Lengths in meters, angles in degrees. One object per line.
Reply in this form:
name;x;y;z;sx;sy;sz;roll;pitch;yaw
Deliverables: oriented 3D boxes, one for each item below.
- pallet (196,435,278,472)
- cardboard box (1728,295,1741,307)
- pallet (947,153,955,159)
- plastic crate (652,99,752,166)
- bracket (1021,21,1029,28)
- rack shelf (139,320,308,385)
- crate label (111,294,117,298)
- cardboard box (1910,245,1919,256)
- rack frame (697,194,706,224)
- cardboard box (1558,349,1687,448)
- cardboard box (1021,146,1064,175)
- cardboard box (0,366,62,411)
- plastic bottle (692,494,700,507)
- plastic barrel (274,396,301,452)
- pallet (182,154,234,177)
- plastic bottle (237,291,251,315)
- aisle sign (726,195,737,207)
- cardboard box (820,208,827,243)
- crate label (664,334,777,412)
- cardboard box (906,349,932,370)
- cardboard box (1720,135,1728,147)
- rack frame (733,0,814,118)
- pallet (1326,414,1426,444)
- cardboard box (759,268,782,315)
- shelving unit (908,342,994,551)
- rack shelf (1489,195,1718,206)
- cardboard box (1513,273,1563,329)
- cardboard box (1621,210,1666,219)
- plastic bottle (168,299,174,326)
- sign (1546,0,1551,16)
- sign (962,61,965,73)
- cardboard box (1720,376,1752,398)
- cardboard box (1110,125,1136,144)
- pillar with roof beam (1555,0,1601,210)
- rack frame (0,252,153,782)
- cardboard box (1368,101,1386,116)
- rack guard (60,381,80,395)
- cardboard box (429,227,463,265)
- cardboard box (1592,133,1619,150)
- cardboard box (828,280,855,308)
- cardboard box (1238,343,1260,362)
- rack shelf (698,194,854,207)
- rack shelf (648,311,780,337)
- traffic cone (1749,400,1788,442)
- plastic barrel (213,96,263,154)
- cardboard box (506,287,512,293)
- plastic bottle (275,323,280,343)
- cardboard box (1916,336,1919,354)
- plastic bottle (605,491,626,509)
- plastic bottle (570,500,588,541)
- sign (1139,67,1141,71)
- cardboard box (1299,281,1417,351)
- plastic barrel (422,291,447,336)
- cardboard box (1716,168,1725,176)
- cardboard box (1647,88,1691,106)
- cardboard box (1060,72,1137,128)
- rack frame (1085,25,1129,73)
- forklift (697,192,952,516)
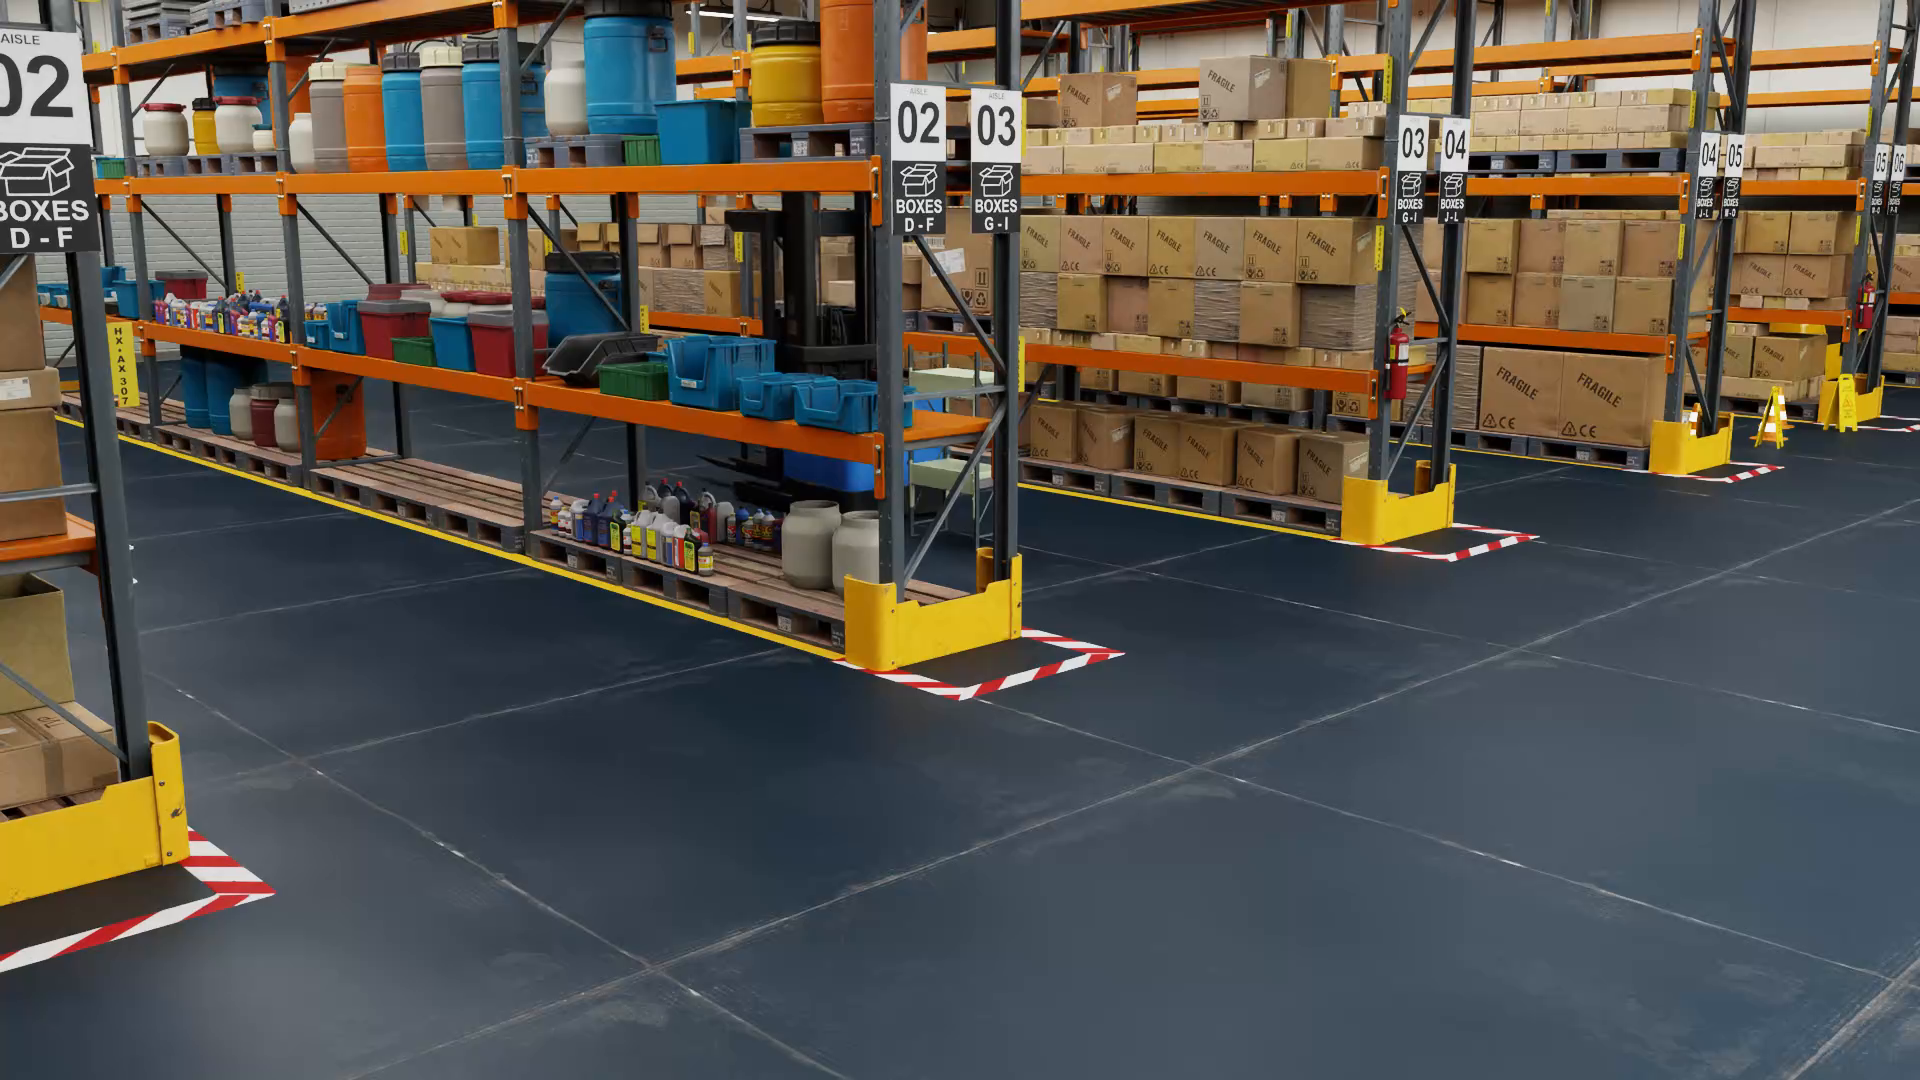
pallet;-6.994;-0.916;16.836;1.003;0.211;1.213;-11;16;-43
cardboard box;9.588;-2.952;20.431;0.380;0.149;0.250;-11;16;-42
pallet;0.414;-3.583;15.902;1.213;0.211;1.003;-11;16;-43
plastic crate;-1.591;-2.525;10.339;0.392;0.384;0.575;-11;16;-43
bracket;1.478;-11.157;35.845;0.235;0.232;0.430;-11;16;-43
rack shelf;-6.963;-1.934;16.649;1.077;0.370;4.000;-11;16;-43
crate label;-10.012;-2.887;19.997;0.396;0.136;0.243;-11;16;-43
cardboard box;13.505;-4.048;23.273;0.380;0.149;0.250;-11;16;-42
rack frame;-3.867;-4.529;27.460;1.000;3.000;0.127;-11;16;-43
cardboard box;6.667;-1.449;16.734;0.875;0.875;0.875;-11;16;-42
cardboard box;0.889;-3.396;14.897;0.500;0.250;0.500;11;16;43
cardboard box;-3.757;-0.591;6.494;0.380;0.149;0.250;-11;16;-43
plastic bottle;-1.891;-0.196;12.072;0.061;0.283;0.133;-10;15;-39
plastic barrel;-6.386;-1.121;16.043;0.421;0.512;0.421;0;12;0
pallet;-6.946;-3.689;16.419;1.003;0.211;1.213;-11;16;-43
plastic bottle;-7.449;-2.419;17.340;0.144;0.351;0.185;-11;16;-43
aisle sign;-3.700;-5.855;27.453;0.394;0.787;0.004;-11;16;-43
cardboard box;-1.985;-4.735;24.999;0.500;0.500;0.500;11;16;43
crate label;-1.523;-1.075;10.610;0.502;0.435;0.616;-11;16;-43
cardboard box;-0.419;-2.705;23.760;0.500;0.500;0.500;-10;15;-40
cardboard box;9.443;-4.844;20.201;0.250;0.149;0.380;11;16;44
rack frame;-1.999;-5.623;17.905;1.000;3.000;0.127;-11;16;-43
pallet;4.889;-1.290;18.650;1.003;0.211;1.213;-11;16;-43
cardboard box;-2.138;-2.843;19.028;0.500;0.500;0.500;-10;15;-41
shelving unit;0.005;-0.734;12.755;0.431;1.500;0.755;-11;16;-43
rack shelf;10.137;-5.583;26.926;1.077;0.370;4.000;-11;16;-43
cardboard box;6.202;-2.492;17.200;0.875;0.550;0.550;-11;16;-43
cardboard box;8.742;-3.917;21.030;0.700;0.500;0.500;-11;16;-44
plastic bottle;-8.147;-2.355;17.225;0.097;0.271;0.097;0;12;0
sign;7.533;-6.877;21.285;0.100;0.325;0.005;-11;16;-43
sign;0.046;-8.742;30.529;0.100;0.325;0.005;-11;16;-43
cardboard box;9.588;-1.915;20.544;0.500;0.250;0.500;-11;16;-42
cardboard box;1.491;-3.449;14.169;0.380;0.149;0.250;-11;16;-44
pillar with roof beam;7.194;-7.032;24.742;9.100;9.000;0.400;-11;16;-43
rack frame;-3.642;-0.138;6.145;1.000;3.000;0.127;-11;16;-43
cardboard box;4.603;-4.631;17.882;0.380;0.149;0.250;-11;16;-43
rack guard;-11.132;-1.940;21.088;1.175;0.500;0.348;-11;16;-43
cardboard box;-7.042;-4.111;23.210;0.500;0.500;0.500;11;16;44
cardboard box;6.357;-3.870;16.163;0.380;0.149;0.250;-11;16;-42
cardboard box;-1.008;-2.541;17.140;0.500;0.250;0.500;11;16;44
cardboard box;2.493;-1.554;13.643;0.380;0.149;0.250;-11;16;-43
rack shelf;-2.486;-5.354;25.814;1.077;0.370;4.000;-11;16;-43
rack shelf;-3.380;-2.625;20.000;1.077;0.370;4.000;-11;16;-43
traffic cone;8.895;-1.335;18.243;0.336;0.463;0.334;-11;16;-43
plastic barrel;-6.915;-3.974;15.955;0.433;0.535;0.433;0;12;0
cardboard box;-5.742;-3.257;21.910;0.380;0.149;0.250;-11;16;-42
plastic bottle;-6.236;-1.916;15.272;0.097;0.201;0.097;0;12;0
cardboard box;13.718;-2.722;23.224;0.500;0.250;0.500;-11;16;-43
plastic bottle;-2.458;-0.174;11.795;0.144;0.351;0.185;-11;16;-43
plastic bottle;-2.673;-0.142;11.824;0.152;0.276;0.135;-10;15;-41
sign;3.646;-9.473;33.885;0.100;0.325;0.005;-11;16;-43
cardboard box;3.166;-1.796;13.211;0.875;0.500;0.500;-11;16;-43
plastic barrel;-4.426;-1.868;14.266;0.421;0.512;0.421;0;12;0
cardboard box;9.380;-4.448;20.258;0.250;0.149;0.380;11;16;44
cardboard box;6.705;-4.187;15.725;0.380;0.149;0.250;-11;16;-42
cardboard box;1.258;-3.980;15.137;0.500;0.500;0.500;11;16;43
rack frame;2.406;-7.588;27.441;1.000;3.000;0.127;-11;16;-43
forklift;-1.334;-1.810;14.435;1.130;2.935;3.031;-8;14;-35
